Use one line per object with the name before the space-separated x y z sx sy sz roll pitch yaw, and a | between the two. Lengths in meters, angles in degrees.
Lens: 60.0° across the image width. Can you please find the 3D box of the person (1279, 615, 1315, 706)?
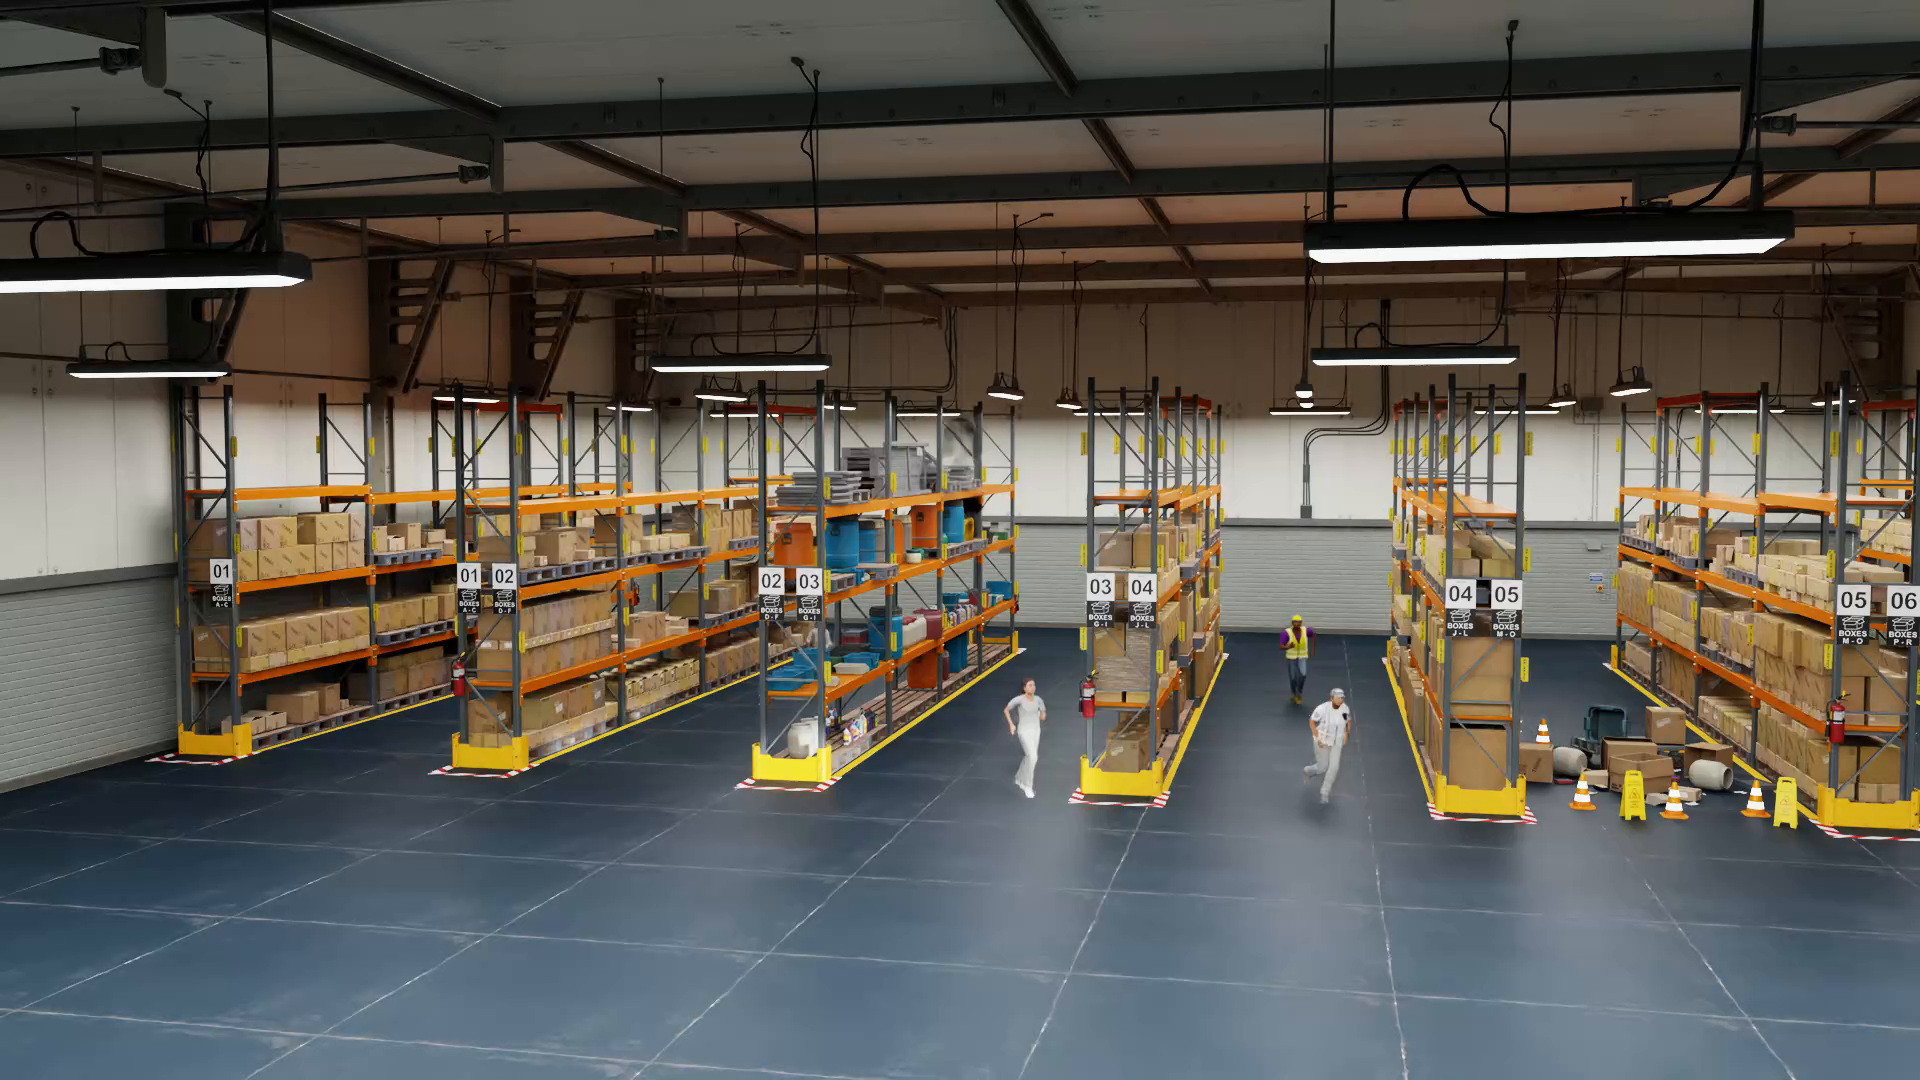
person | 6.545 2.320 32.256 0.732 1.765 0.816 0 3 5

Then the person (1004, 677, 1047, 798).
person | 0.977 2.830 23.905 0.536 1.716 0.740 -2 4 -34

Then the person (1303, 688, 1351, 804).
person | 5.258 2.895 23.701 0.618 1.623 0.756 -1 3 -16

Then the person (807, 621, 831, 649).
person | -2.865 2.355 33.532 0.530 1.528 0.608 0 3 9
